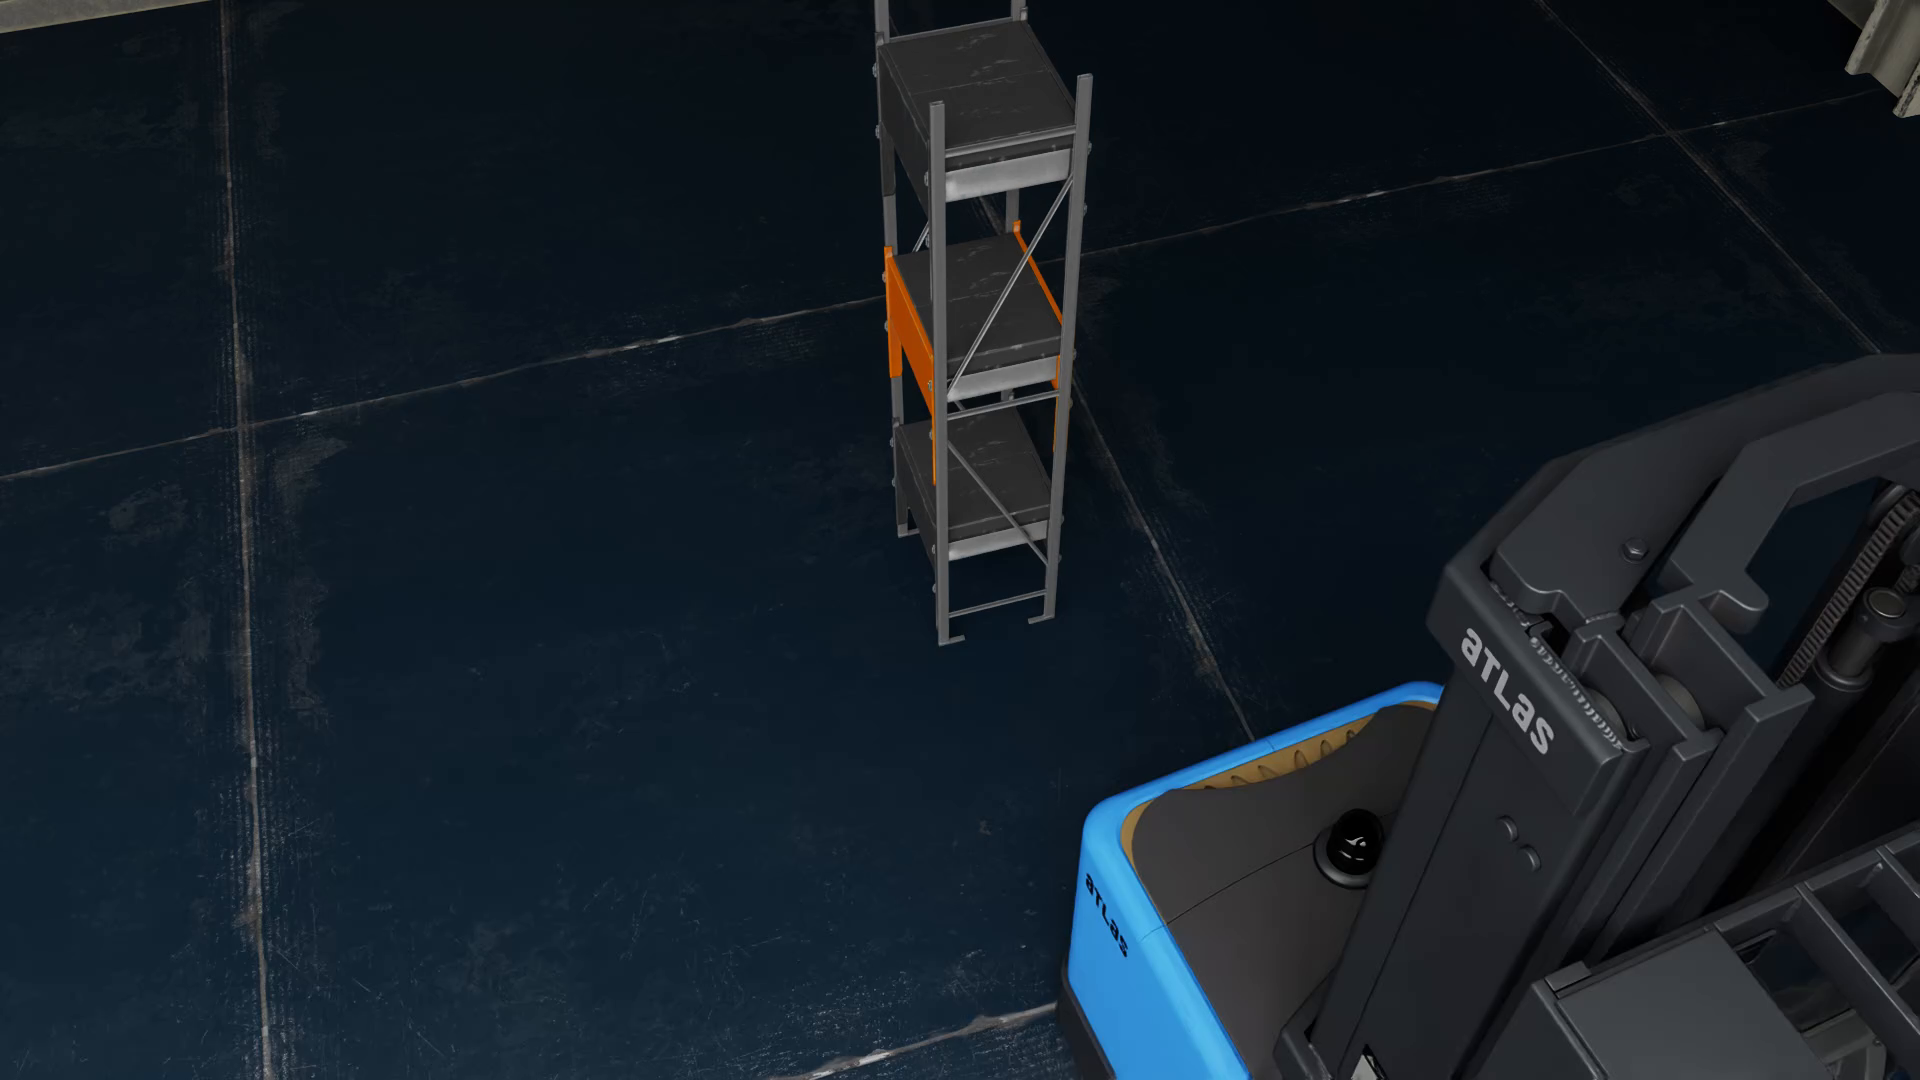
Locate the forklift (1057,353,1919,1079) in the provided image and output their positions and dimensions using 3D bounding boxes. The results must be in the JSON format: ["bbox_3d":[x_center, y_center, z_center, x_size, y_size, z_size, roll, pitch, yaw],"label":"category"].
[{"bbox_3d":[1.317,1.255,2.775,1.130,2.935,3.031,-18,52,-15],"label":"forklift"}]

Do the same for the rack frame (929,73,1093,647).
[{"bbox_3d":[0.121,-0.378,4.695,0.400,2.100,0.015,-13,51,-11],"label":"rack frame"}]

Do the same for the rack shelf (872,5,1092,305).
[{"bbox_3d":[0.049,-0.998,4.321,0.431,0.518,0.480,-13,51,-11],"label":"rack shelf"}]

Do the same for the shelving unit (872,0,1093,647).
[{"bbox_3d":[0.049,-0.556,4.845,0.431,2.100,0.503,-13,51,-11],"label":"shelving unit"}]

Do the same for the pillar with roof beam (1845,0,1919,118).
[{"bbox_3d":[0.109,-3.962,3.205,9.100,9.000,0.400,-13,51,-11],"label":"pillar with roof beam"}]

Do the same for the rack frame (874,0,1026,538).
[{"bbox_3d":[-0.023,-0.734,4.996,0.400,2.100,0.015,-13,51,-11],"label":"rack frame"}]

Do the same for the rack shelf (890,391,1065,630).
[{"bbox_3d":[0.049,-0.096,5.391,0.431,0.518,0.480,-13,51,-11],"label":"rack shelf"}]

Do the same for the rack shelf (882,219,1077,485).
[{"bbox_3d":[0.049,-0.547,4.856,0.431,0.518,0.480,-13,51,-11],"label":"rack shelf"}]
